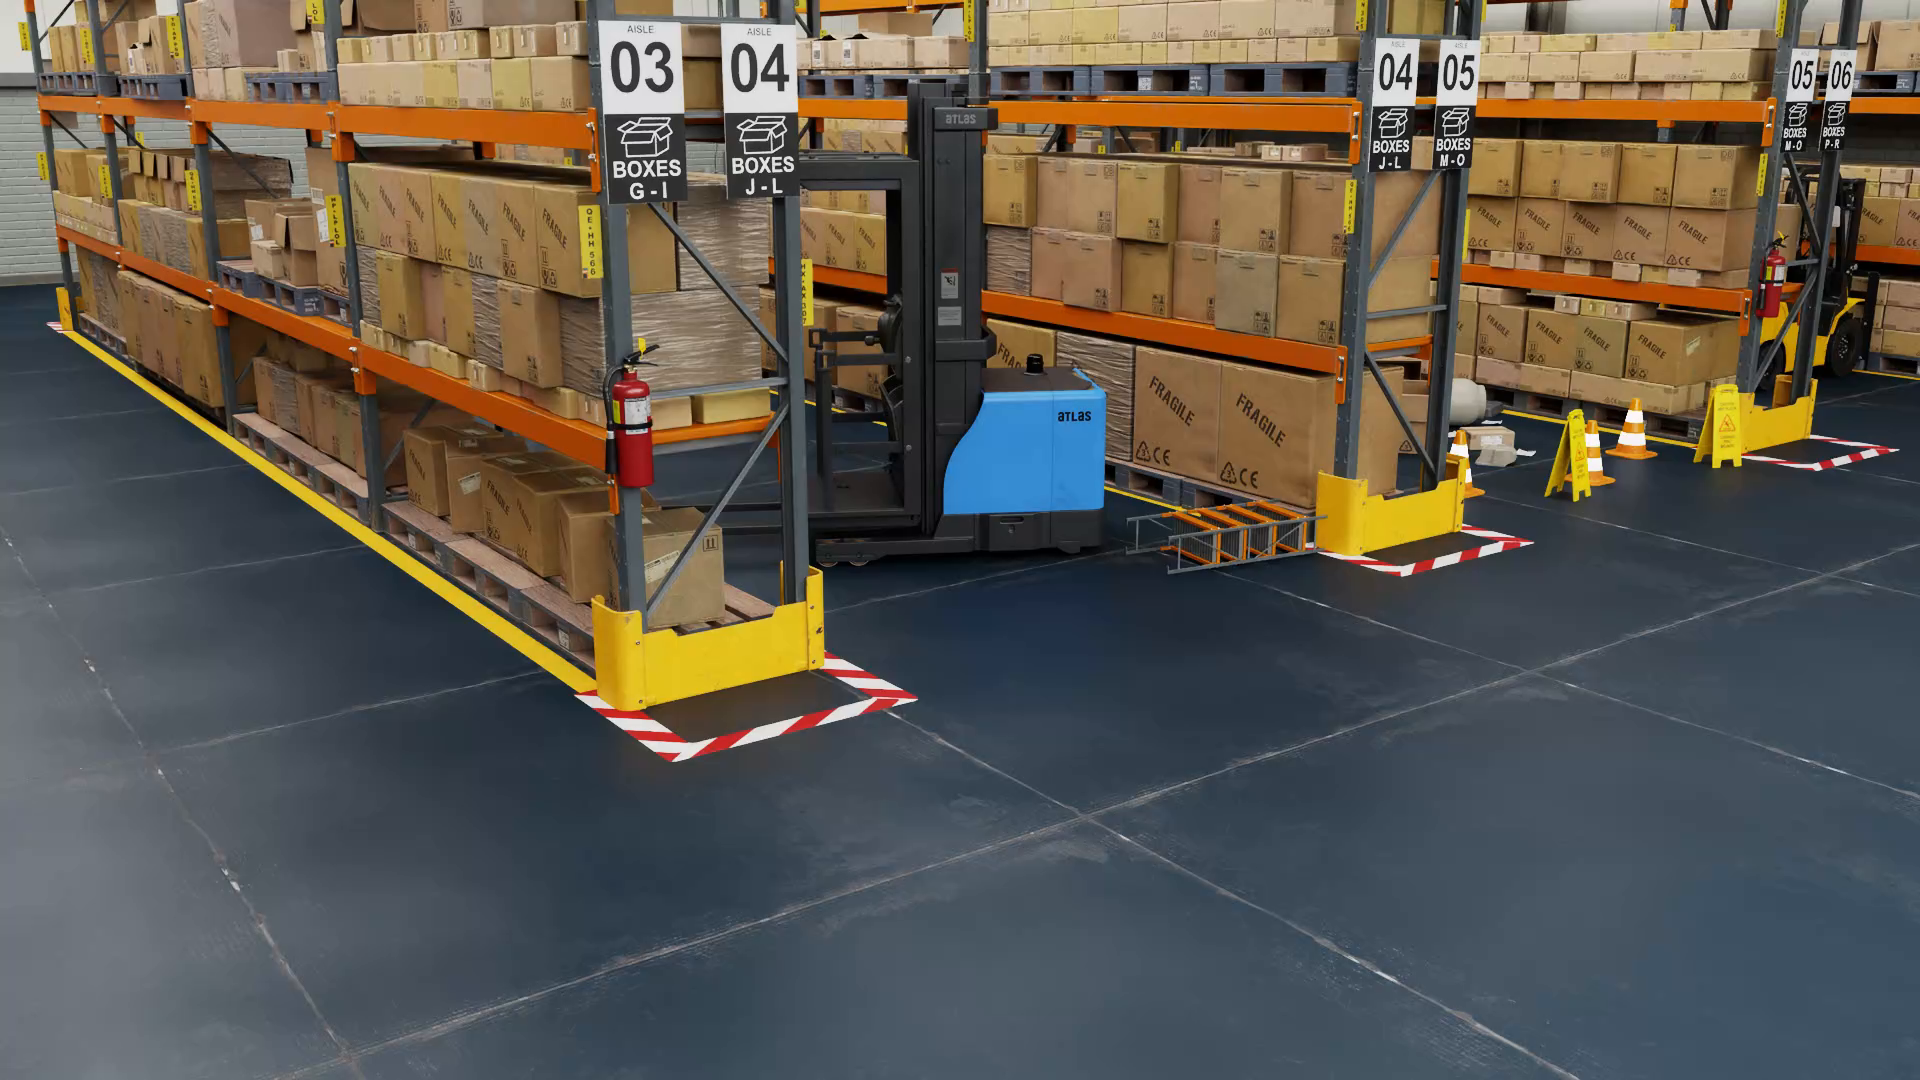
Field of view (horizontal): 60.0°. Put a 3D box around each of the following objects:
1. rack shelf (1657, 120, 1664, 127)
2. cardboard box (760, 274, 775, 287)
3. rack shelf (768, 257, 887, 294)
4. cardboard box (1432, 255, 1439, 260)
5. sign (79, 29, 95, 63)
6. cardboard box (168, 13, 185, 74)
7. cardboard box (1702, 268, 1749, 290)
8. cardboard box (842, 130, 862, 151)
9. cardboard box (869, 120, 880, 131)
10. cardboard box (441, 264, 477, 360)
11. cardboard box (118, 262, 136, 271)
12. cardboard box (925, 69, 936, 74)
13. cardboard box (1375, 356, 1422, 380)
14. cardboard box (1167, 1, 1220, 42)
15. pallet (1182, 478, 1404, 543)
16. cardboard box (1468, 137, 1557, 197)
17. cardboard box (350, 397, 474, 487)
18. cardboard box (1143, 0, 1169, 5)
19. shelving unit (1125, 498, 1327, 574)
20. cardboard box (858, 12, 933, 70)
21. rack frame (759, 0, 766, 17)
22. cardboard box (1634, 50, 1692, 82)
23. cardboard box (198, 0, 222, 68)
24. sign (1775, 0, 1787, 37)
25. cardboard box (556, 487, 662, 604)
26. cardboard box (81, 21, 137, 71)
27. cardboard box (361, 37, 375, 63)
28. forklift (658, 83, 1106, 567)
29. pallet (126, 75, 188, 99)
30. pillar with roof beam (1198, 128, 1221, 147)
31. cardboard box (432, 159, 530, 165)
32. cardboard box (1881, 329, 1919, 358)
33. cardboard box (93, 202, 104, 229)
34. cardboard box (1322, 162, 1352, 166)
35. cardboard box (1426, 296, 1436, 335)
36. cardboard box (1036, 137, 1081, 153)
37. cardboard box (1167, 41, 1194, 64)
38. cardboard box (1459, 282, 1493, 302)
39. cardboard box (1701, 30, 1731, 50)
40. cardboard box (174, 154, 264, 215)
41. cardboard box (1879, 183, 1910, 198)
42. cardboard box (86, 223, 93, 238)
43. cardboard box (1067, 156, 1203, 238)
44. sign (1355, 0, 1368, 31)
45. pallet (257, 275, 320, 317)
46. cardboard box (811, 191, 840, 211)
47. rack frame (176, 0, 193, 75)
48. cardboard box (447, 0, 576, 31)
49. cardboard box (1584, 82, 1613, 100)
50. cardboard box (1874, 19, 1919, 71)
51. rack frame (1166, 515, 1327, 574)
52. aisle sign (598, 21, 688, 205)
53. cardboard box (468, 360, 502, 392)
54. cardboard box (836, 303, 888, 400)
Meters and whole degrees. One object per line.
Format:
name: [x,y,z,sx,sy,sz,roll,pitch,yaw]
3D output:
rack shelf: [7.290,-5.412,20.847,1.077,0.370,4.000,-11,19,-35]
cardboard box: [-2.053,-2.721,17.856,0.500,0.250,0.500,-12,19,-37]
rack shelf: [-0.667,-2.404,15.539,1.077,0.370,4.000,-11,19,-35]
cardboard box: [4.750,-2.778,16.018,0.380,0.149,0.250,-11,19,-35]
sign: [-8.715,-4.932,16.601,0.100,0.325,0.005,-11,19,-35]
cardboard box: [-6.332,-4.248,14.241,0.797,0.503,0.637,-10,18,-31]
cardboard box: [6.412,-2.185,13.853,0.380,0.149,0.250,-10,18,-33]
cardboard box: [-1.350,-5.627,23.870,0.500,0.500,0.500,-11,19,-34]
cardboard box: [-1.058,-5.861,23.495,0.380,0.149,0.250,-11,19,-35]
cardboard box: [-2.447,-1.345,9.555,0.875,0.500,0.500,-11,19,-35]
cardboard box: [-8.590,-2.615,18.177,0.875,0.875,0.875,-11,19,-35]
cardboard box: [-0.240,-6.245,21.989,0.396,0.266,0.258,-11,19,-35]
cardboard box: [3.983,-1.469,15.492,0.500,0.500,0.500,1,15,4]
cardboard box: [1.759,-3.514,11.286,0.500,0.250,0.500,-11,19,-35]
pallet: [2.327,-0.283,11.711,1.003,0.211,1.213,-11,19,-35]
cardboard box: [5.092,-3.436,15.302,0.700,0.500,0.500,-11,19,-36]
cardboard box: [-3.906,-0.716,11.913,0.700,0.500,0.500,-13,20,-39]
cardboard box: [1.491,-3.776,11.487,0.380,0.149,0.250,-11,19,-34]
shelving unit: [1.703,-0.033,10.640,1.200,0.258,0.503,-7,17,-25]
cardboard box: [-0.595,-4.596,15.330,0.500,0.500,0.500,-11,19,-35]
rack frame: [-2.603,-8.570,25.341,1.000,3.000,0.127,-11,19,-35]
cardboard box: [6.002,-3.955,13.881,0.500,0.250,0.500,-11,19,-35]
cardboard box: [-5.551,-3.917,12.885,0.500,0.500,0.500,-11,19,-34]
sign: [6.344,-4.051,12.837,0.100,0.325,0.005,-11,19,-35]
cardboard box: [-1.944,0.024,9.248,0.500,0.500,0.500,-6,16,-20]
cardboard box: [-8.775,-5.187,17.490,0.700,0.500,0.500,-12,20,-38]
cardboard box: [-3.409,-2.979,10.124,0.380,0.149,0.250,-12,19,-37]
forklift: [-0.619,-1.393,10.612,3.031,2.935,1.130,-2,15,-7]
pallet: [-6.996,-4.153,15.243,1.003,0.211,1.213,-10,18,-32]
pillar with roof beam: [0.600,-8.107,23.651,9.100,9.000,0.400,-11,19,-35]
cardboard box: [-3.076,-2.196,10.771,0.500,0.500,0.500,-11,19,-35]
cardboard box: [10.001,-2.066,17.356,0.500,0.250,0.500,-11,19,-35]
cardboard box: [-9.045,-3.519,17.970,0.500,0.250,0.500,-10,18,-33]
cardboard box: [3.996,-3.571,16.893,0.500,0.500,0.500,-11,19,-36]
cardboard box: [4.582,-2.184,16.365,0.500,0.500,0.500,-10,18,-32]
cardboard box: [1.277,-4.676,20.396,0.500,0.500,0.500,-10,18,-34]
cardboard box: [1.644,-3.336,11.391,0.380,0.149,0.250,-11,19,-34]
cardboard box: [4.910,-2.351,15.748,0.380,0.149,0.250,-10,18,-32]
cardboard box: [6.247,-4.057,13.501,0.380,0.149,0.250,-10,18,-34]
cardboard box: [-6.712,-3.260,15.215,0.797,0.503,0.637,-10,18,-33]
cardboard box: [9.778,-3.642,17.281,0.380,0.149,0.250,-12,19,-36]
cardboard box: [-9.467,-3.451,18.479,0.380,0.149,0.250,-11,19,-35]
cardboard box: [1.321,-2.597,12.552,0.875,0.550,0.550,-11,19,-35]
sign: [2.413,-3.224,9.964,0.100,0.325,0.005,-11,19,-35]
pallet: [-4.718,-1.921,12.775,1.003,0.211,1.213,-11,19,-35]
cardboard box: [-0.986,-3.394,15.711,0.700,0.500,0.500,-11,19,-35]
rack frame: [-5.915,-5.323,13.479,1.000,3.000,0.127,-11,19,-35]
cardboard box: [-2.327,-2.893,8.581,0.500,0.500,0.500,-11,19,-35]
cardboard box: [5.639,-3.896,14.421,0.380,0.149,0.250,-11,19,-36]
cardboard box: [9.839,-5.067,17.052,0.700,0.500,0.500,-11,19,-34]
rack frame: [1.810,0.025,10.428,1.200,0.240,0.015,-7,17,-25]
aisle sign: [-1.417,-1.915,7.468,0.394,0.787,0.004,-11,19,-35]
cardboard box: [-2.512,-0.933,9.279,0.380,0.149,0.250,-11,19,-35]
cardboard box: [-0.493,-1.766,15.314,1.050,0.750,0.750,-11,19,-35]
